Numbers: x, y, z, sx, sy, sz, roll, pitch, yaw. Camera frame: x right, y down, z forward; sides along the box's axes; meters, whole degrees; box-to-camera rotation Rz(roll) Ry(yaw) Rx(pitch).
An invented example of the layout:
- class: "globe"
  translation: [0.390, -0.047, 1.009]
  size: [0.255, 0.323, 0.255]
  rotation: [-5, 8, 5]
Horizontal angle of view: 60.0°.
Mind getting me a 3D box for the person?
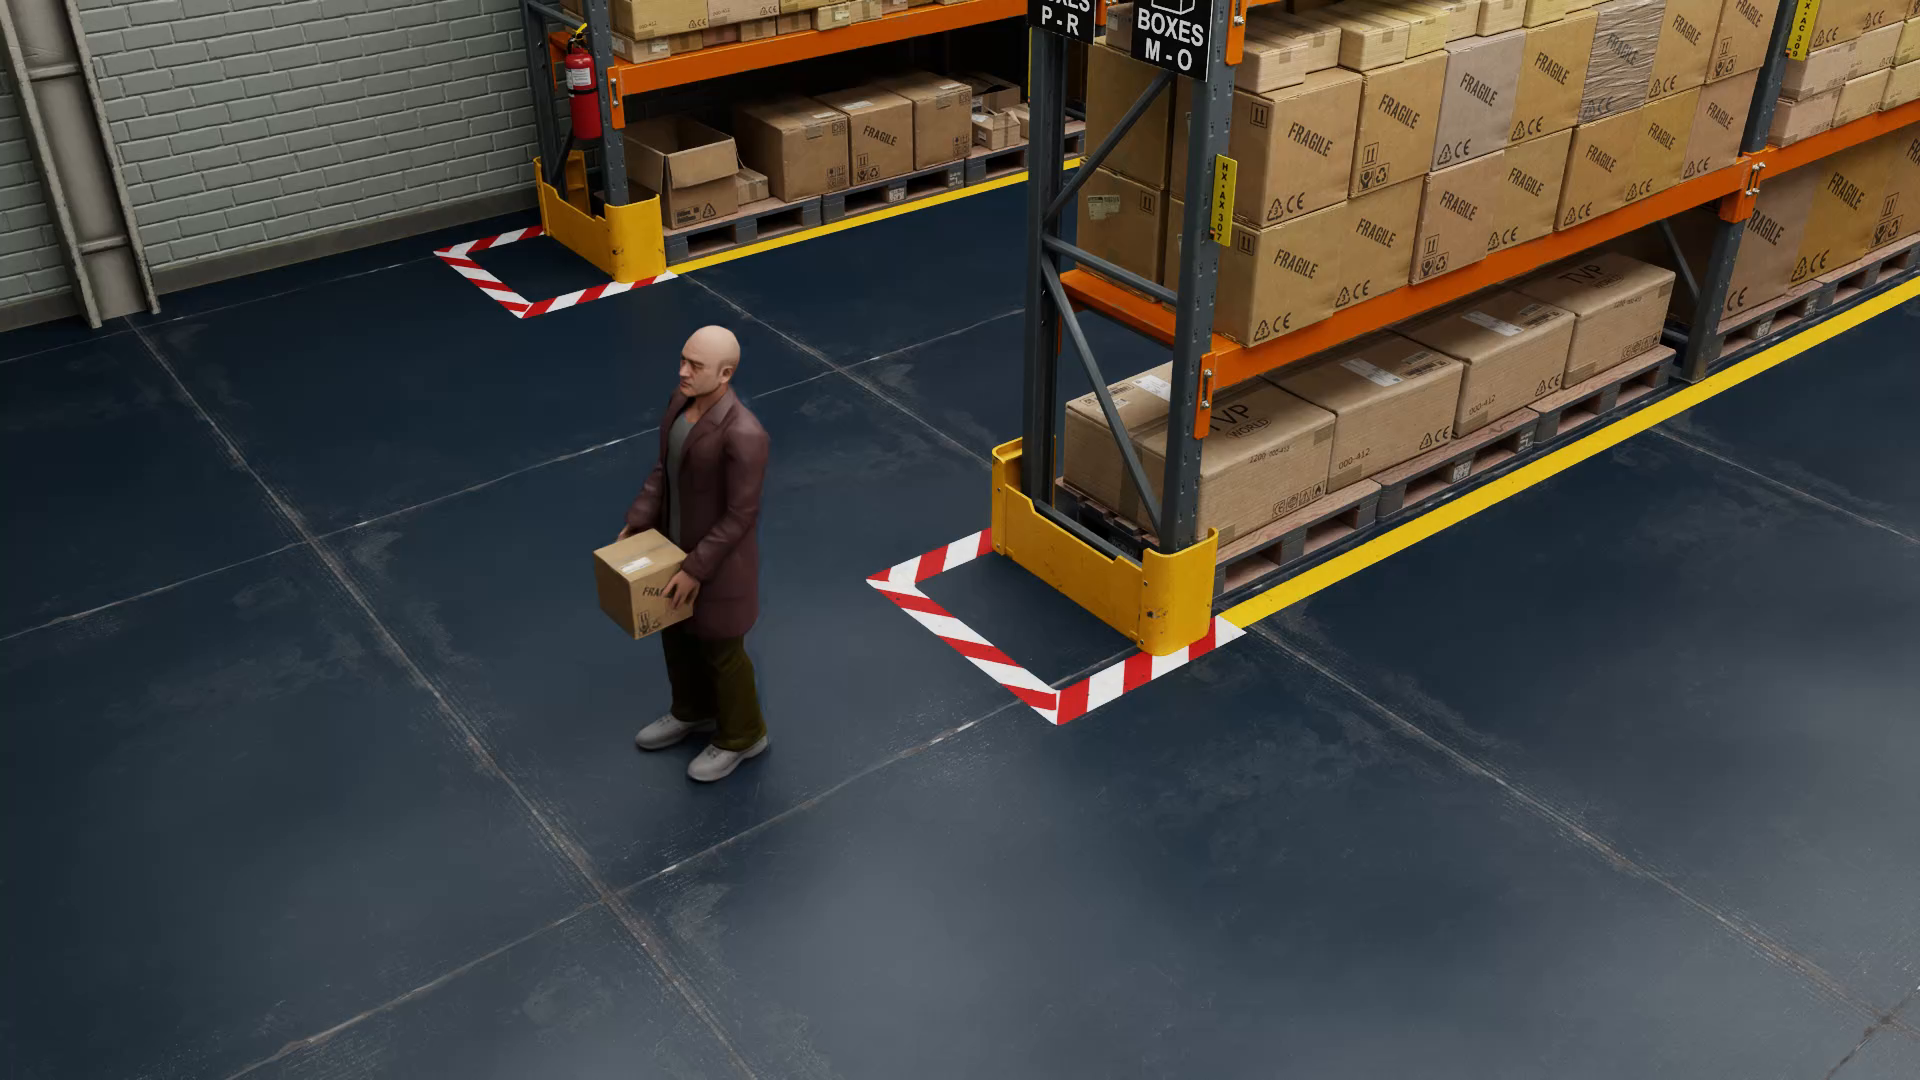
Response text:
- class: "person"
  translation: [-0.956, 0.112, 6.039]
  size: [0.481, 1.711, 0.585]
  rotation: [-22, 38, -31]
